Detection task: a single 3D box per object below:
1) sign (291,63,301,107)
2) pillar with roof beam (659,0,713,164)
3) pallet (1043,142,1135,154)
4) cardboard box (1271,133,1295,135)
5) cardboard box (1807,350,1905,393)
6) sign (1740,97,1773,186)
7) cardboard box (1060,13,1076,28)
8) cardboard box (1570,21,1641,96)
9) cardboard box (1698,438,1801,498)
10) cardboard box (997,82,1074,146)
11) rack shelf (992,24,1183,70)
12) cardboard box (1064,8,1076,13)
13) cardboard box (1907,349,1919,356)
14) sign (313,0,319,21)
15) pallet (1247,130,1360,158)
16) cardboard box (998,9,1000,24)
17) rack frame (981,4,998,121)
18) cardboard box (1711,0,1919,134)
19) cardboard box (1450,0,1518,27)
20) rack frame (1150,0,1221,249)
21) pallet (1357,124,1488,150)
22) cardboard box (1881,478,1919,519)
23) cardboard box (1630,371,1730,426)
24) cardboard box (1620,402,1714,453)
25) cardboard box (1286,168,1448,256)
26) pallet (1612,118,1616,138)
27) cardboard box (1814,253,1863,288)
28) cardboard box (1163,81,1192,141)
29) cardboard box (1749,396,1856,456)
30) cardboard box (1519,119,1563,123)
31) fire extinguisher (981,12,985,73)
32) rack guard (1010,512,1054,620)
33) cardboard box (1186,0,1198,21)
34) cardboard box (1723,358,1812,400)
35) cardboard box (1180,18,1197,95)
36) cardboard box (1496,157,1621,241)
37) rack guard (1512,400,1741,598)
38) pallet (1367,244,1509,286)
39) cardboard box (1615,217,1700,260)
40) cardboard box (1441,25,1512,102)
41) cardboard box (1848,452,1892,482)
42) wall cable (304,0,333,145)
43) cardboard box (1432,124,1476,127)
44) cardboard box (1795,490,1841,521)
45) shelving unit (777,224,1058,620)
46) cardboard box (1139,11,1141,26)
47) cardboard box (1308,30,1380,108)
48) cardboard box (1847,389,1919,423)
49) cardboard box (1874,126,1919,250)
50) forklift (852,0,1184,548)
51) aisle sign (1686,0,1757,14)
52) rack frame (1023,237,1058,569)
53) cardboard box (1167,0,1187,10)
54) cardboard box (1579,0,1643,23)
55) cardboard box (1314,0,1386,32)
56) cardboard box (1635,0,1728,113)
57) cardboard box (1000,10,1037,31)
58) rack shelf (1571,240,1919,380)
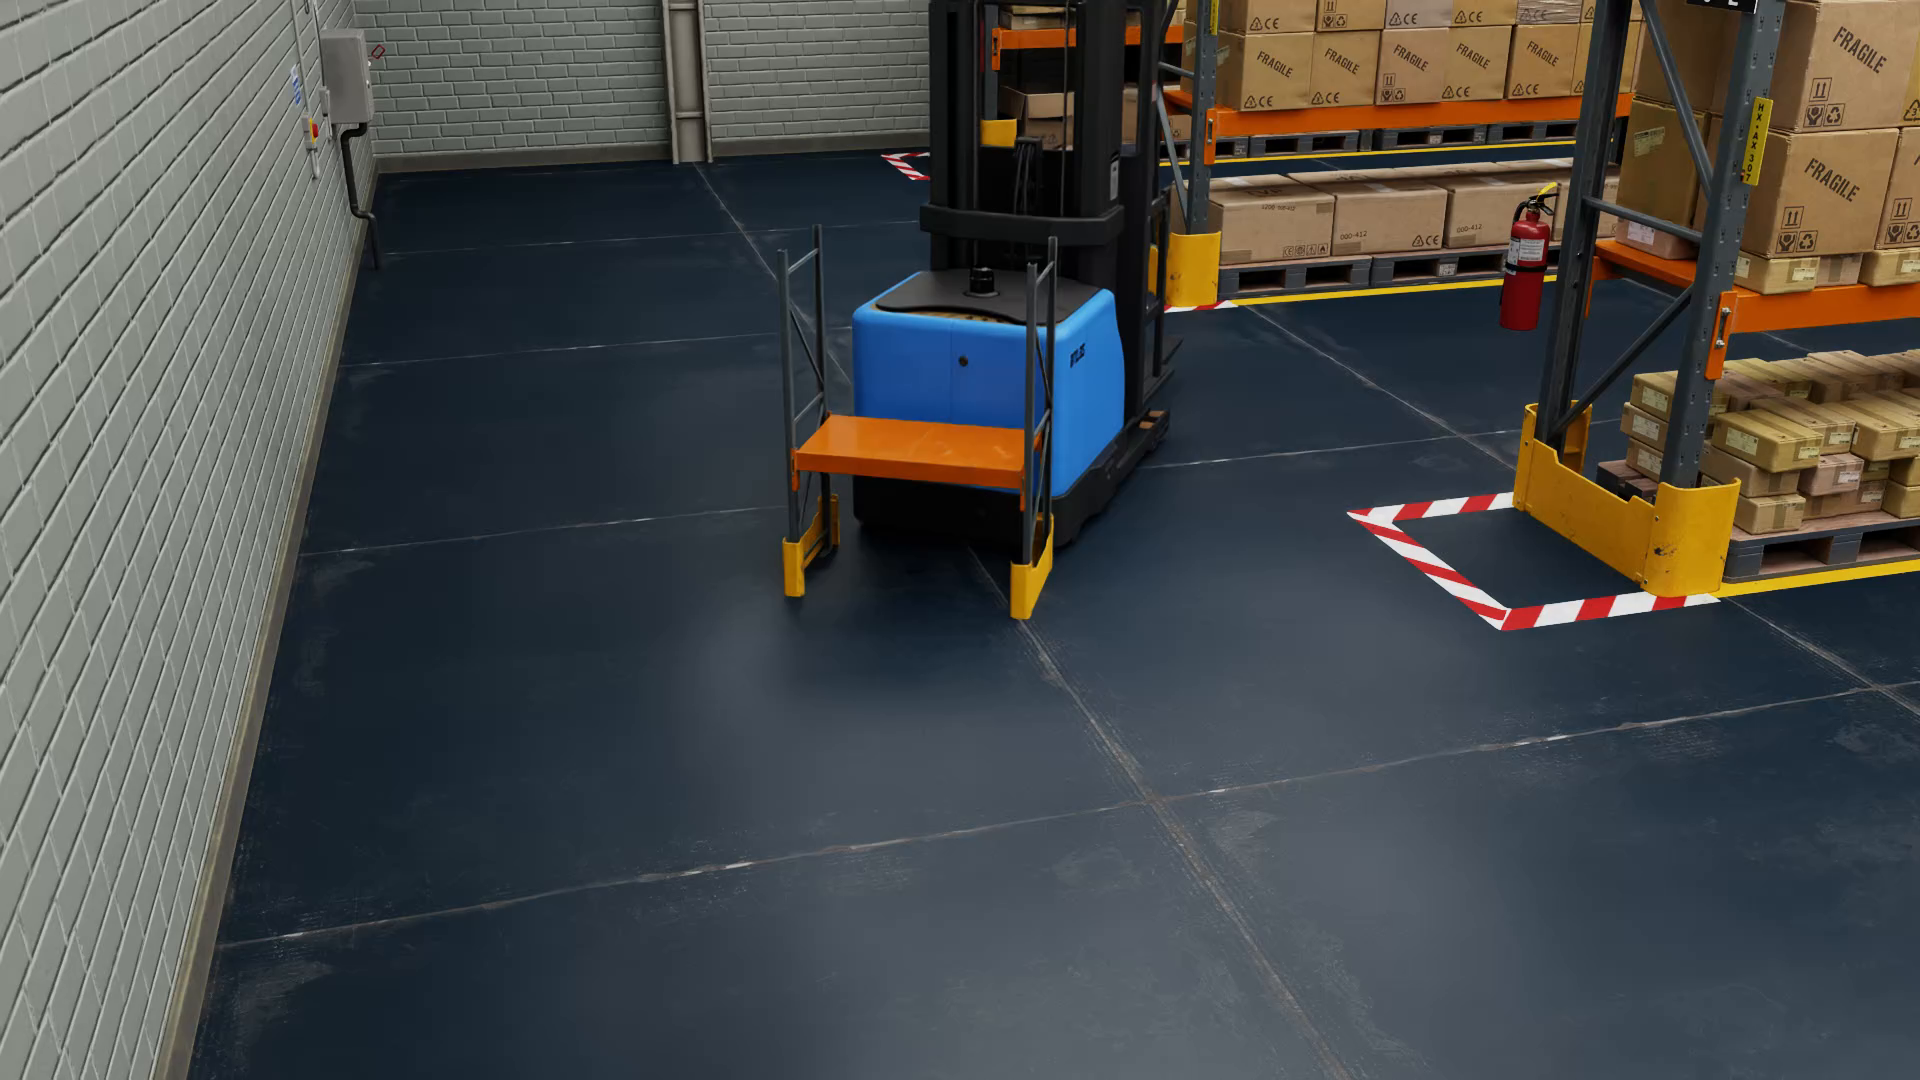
[{"bbox_3d":[-3.963,-2.713,9.925,0.001,0.218,0.327,-6,24,-14],"label":"sign"},{"bbox_3d":[-1.515,-6.284,10.984,0.400,9.000,9.100,-6,24,-14],"label":"pillar with roof beam"},{"bbox_3d":[1.002,-3.919,16.615,1.213,0.211,1.003,-6,24,-14],"label":"pallet"},{"bbox_3d":[3.212,-4.261,16.810,0.258,0.266,0.396,-5,24,-12],"label":"cardboard box"},{"bbox_3d":[4.364,-0.797,8.132,0.250,0.149,0.380,-5,24,-12],"label":"cardboard box"},{"bbox_3d":[3.087,-1.546,6.451,0.005,0.325,0.100,-6,24,-14],"label":"sign"},{"bbox_3d":[1.028,-5.008,15.936,0.250,0.149,0.380,-7,24,-15],"label":"cardboard box"},{"bbox_3d":[4.486,-3.491,11.956,0.500,0.500,0.500,-7,24,-16],"label":"cardboard box"},{"bbox_3d":[3.514,-0.332,7.426,0.250,0.149,0.380,-5,24,-12],"label":"cardboard box"},{"bbox_3d":[0.776,-4.182,16.325,0.637,0.503,0.797,-7,24,-16],"label":"cardboard box"},{"bbox_3d":[2.087,-4.989,16.486,4.000,0.370,1.077,-6,24,-14],"label":"rack shelf"},{"bbox_3d":[1.156,-5.175,15.818,0.500,0.250,0.500,-6,24,-14],"label":"cardboard box"},{"bbox_3d":[4.892,-0.822,8.190,0.250,0.149,0.380,-6,24,-14],"label":"cardboard box"},{"bbox_3d":[-4.528,-3.763,11.668,0.001,0.242,0.339,-6,24,-14],"label":"sign"},{"bbox_3d":[3.351,-4.179,17.221,1.213,0.211,1.003,-6,24,-14],"label":"pallet"},{"bbox_3d":[0.408,-5.129,16.217,0.250,0.149,0.380,-7,24,-15],"label":"cardboard box"},{"bbox_3d":[0.161,-5.107,15.848,0.127,3.000,1.000,-6,24,-14],"label":"rack frame"},{"bbox_3d":[3.444,-1.943,6.703,0.500,0.500,0.500,-6,24,-15],"label":"cardboard box"},{"bbox_3d":[3.514,-3.840,11.501,0.500,0.500,0.500,-6,24,-14],"label":"cardboard box"},{"bbox_3d":[1.506,-3.223,11.457,0.127,3.000,1.000,-6,24,-14],"label":"rack frame"},{"bbox_3d":[4.786,-4.352,17.626,1.213,0.211,1.003,-6,24,-14],"label":"pallet"},{"bbox_3d":[4.274,-0.245,7.600,0.250,0.149,0.380,-6,24,-14],"label":"cardboard box"},{"bbox_3d":[3.382,-0.663,7.820,0.250,0.149,0.380,-6,24,-14],"label":"cardboard box"},{"bbox_3d":[3.371,-0.538,7.906,0.250,0.149,0.380,-7,24,-16],"label":"cardboard box"},{"bbox_3d":[2.993,-2.447,12.366,0.875,0.438,0.875,-6,24,-13],"label":"cardboard box"},{"bbox_3d":[7.135,-4.612,18.232,1.213,0.211,1.003,-6,24,-14],"label":"pallet"},{"bbox_3d":[3.575,-1.192,7.042,0.250,0.149,0.380,-5,24,-12],"label":"cardboard box"},{"bbox_3d":[2.146,-4.275,16.546,0.500,0.500,0.500,-6,24,-13],"label":"cardboard box"},{"bbox_3d":[3.769,-0.512,7.468,0.250,0.149,0.380,-6,24,-13],"label":"cardboard box"},{"bbox_3d":[6.032,-4.708,17.556,0.500,0.500,0.500,-7,24,-16],"label":"cardboard box"},{"bbox_3d":[0.145,-4.709,15.491,0.183,0.674,0.296,-6,24,-14],"label":"fire extinguisher"},{"bbox_3d":[0.312,0.107,7.185,0.087,0.250,0.587,5,24,12],"label":"rack guard"},{"bbox_3d":[1.906,-3.870,11.570,0.500,0.500,0.500,-6,24,-13],"label":"cardboard box"},{"bbox_3d":[3.854,-0.744,8.008,0.250,0.149,0.380,-7,24,-16],"label":"cardboard box"},{"bbox_3d":[1.899,-3.421,11.791,0.500,0.500,0.500,-6,24,-14],"label":"cardboard box"},{"bbox_3d":[4.724,-2.638,12.811,0.875,0.438,0.875,-7,24,-15],"label":"cardboard box"},{"bbox_3d":[3.013,-0.214,7.614,0.348,0.500,1.175,-6,24,-14],"label":"rack guard"},{"bbox_3d":[3.427,-2.185,12.574,1.213,0.211,1.003,-6,24,-14],"label":"pallet"},{"bbox_3d":[3.178,-1.381,7.483,0.250,0.149,0.380,-6,24,-14],"label":"cardboard box"},{"bbox_3d":[3.497,-3.382,11.702,0.500,0.500,0.500,-6,24,-13],"label":"cardboard box"},{"bbox_3d":[4.005,-0.400,7.583,0.250,0.149,0.380,-6,24,-14],"label":"cardboard box"},{"bbox_3d":[-4.311,-3.617,11.088,0.122,1.984,0.588,-6,24,-14],"label":"wall cable"},{"bbox_3d":[5.049,-4.604,17.313,0.500,0.500,0.500,-7,24,-15],"label":"cardboard box"},{"bbox_3d":[3.761,-0.230,7.566,0.250,0.149,0.380,-6,24,-15],"label":"cardboard box"},{"bbox_3d":[-0.173,-0.513,7.043,1.083,1.500,0.587,5,24,12],"label":"shelving unit"},{"bbox_3d":[1.806,-5.041,16.012,0.250,0.149,0.380,-7,24,-16],"label":"cardboard box"},{"bbox_3d":[2.525,-3.275,11.453,0.500,0.500,0.500,-7,24,-15],"label":"cardboard box"},{"bbox_3d":[4.263,-0.548,7.552,0.250,0.149,0.380,-8,24,-17],"label":"cardboard box"},{"bbox_3d":[3.956,-1.547,7.046,0.500,0.500,0.500,-6,24,-14],"label":"cardboard box"},{"bbox_3d":[0.495,-1.862,8.373,1.130,2.935,3.031,8,25,19],"label":"forklift"},{"bbox_3d":[2.951,-2.427,6.306,0.004,0.787,0.394,-6,24,-14],"label":"aisle sign"},{"bbox_3d":[0.331,-0.466,6.934,0.032,1.500,0.500,5,24,12],"label":"rack frame"},{"bbox_3d":[2.130,-5.292,16.093,0.500,0.250,0.500,-7,24,-16],"label":"cardboard box"},{"bbox_3d":[4.487,-3.948,11.753,0.500,0.500,0.500,-7,24,-15],"label":"cardboard box"},{"bbox_3d":[2.541,-3.729,11.242,0.500,0.500,0.500,-7,24,-16],"label":"cardboard box"},{"bbox_3d":[3.314,-2.140,7.160,0.500,0.500,0.500,-7,24,-15],"label":"cardboard box"},{"bbox_3d":[0.552,-4.922,15.736,0.250,0.149,0.380,-6,24,-15],"label":"cardboard box"},{"bbox_3d":[4.866,-1.237,7.740,4.000,0.370,1.077,-6,24,-14],"label":"rack shelf"}]
